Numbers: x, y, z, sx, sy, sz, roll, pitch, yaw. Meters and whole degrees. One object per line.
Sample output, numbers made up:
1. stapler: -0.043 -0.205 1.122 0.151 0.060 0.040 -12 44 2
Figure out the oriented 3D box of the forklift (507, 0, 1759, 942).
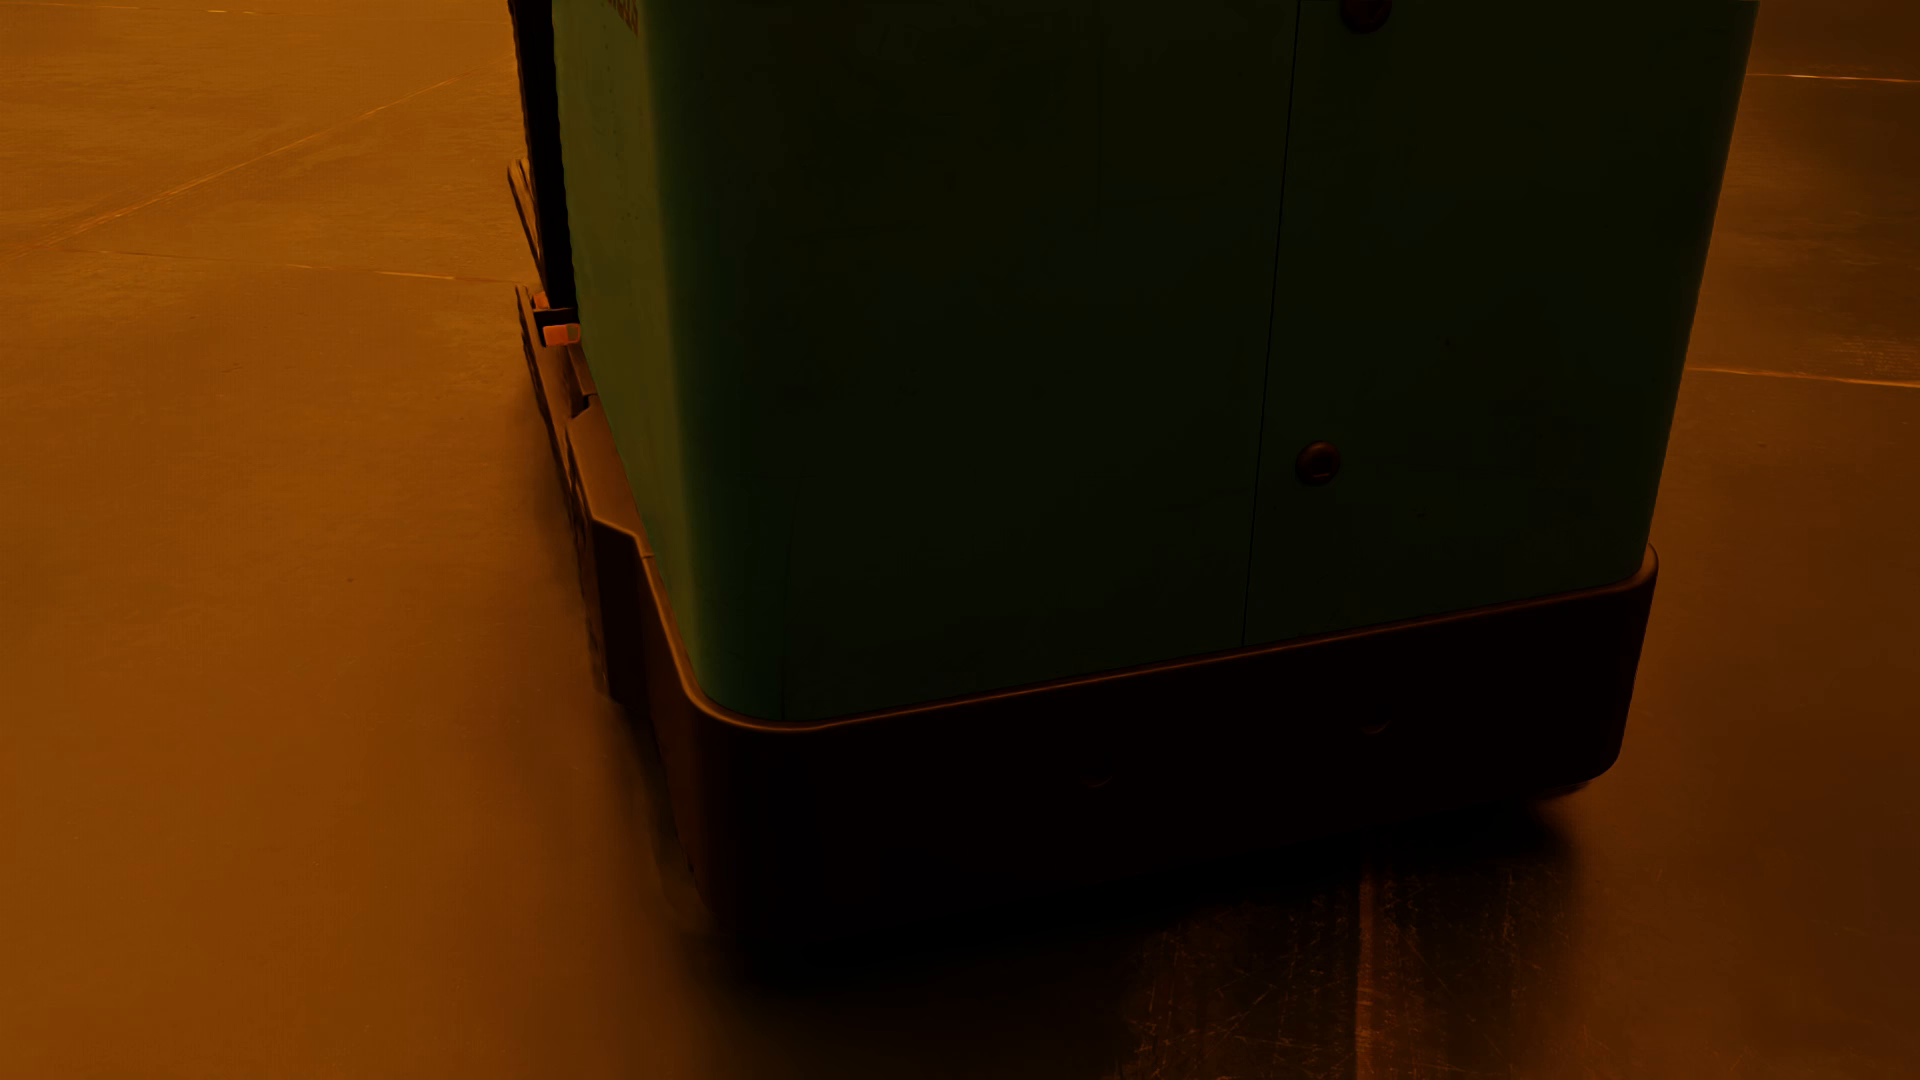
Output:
1. forklift: -0.187 -1.570 2.359 1.130 2.935 3.031 -8 28 -16
